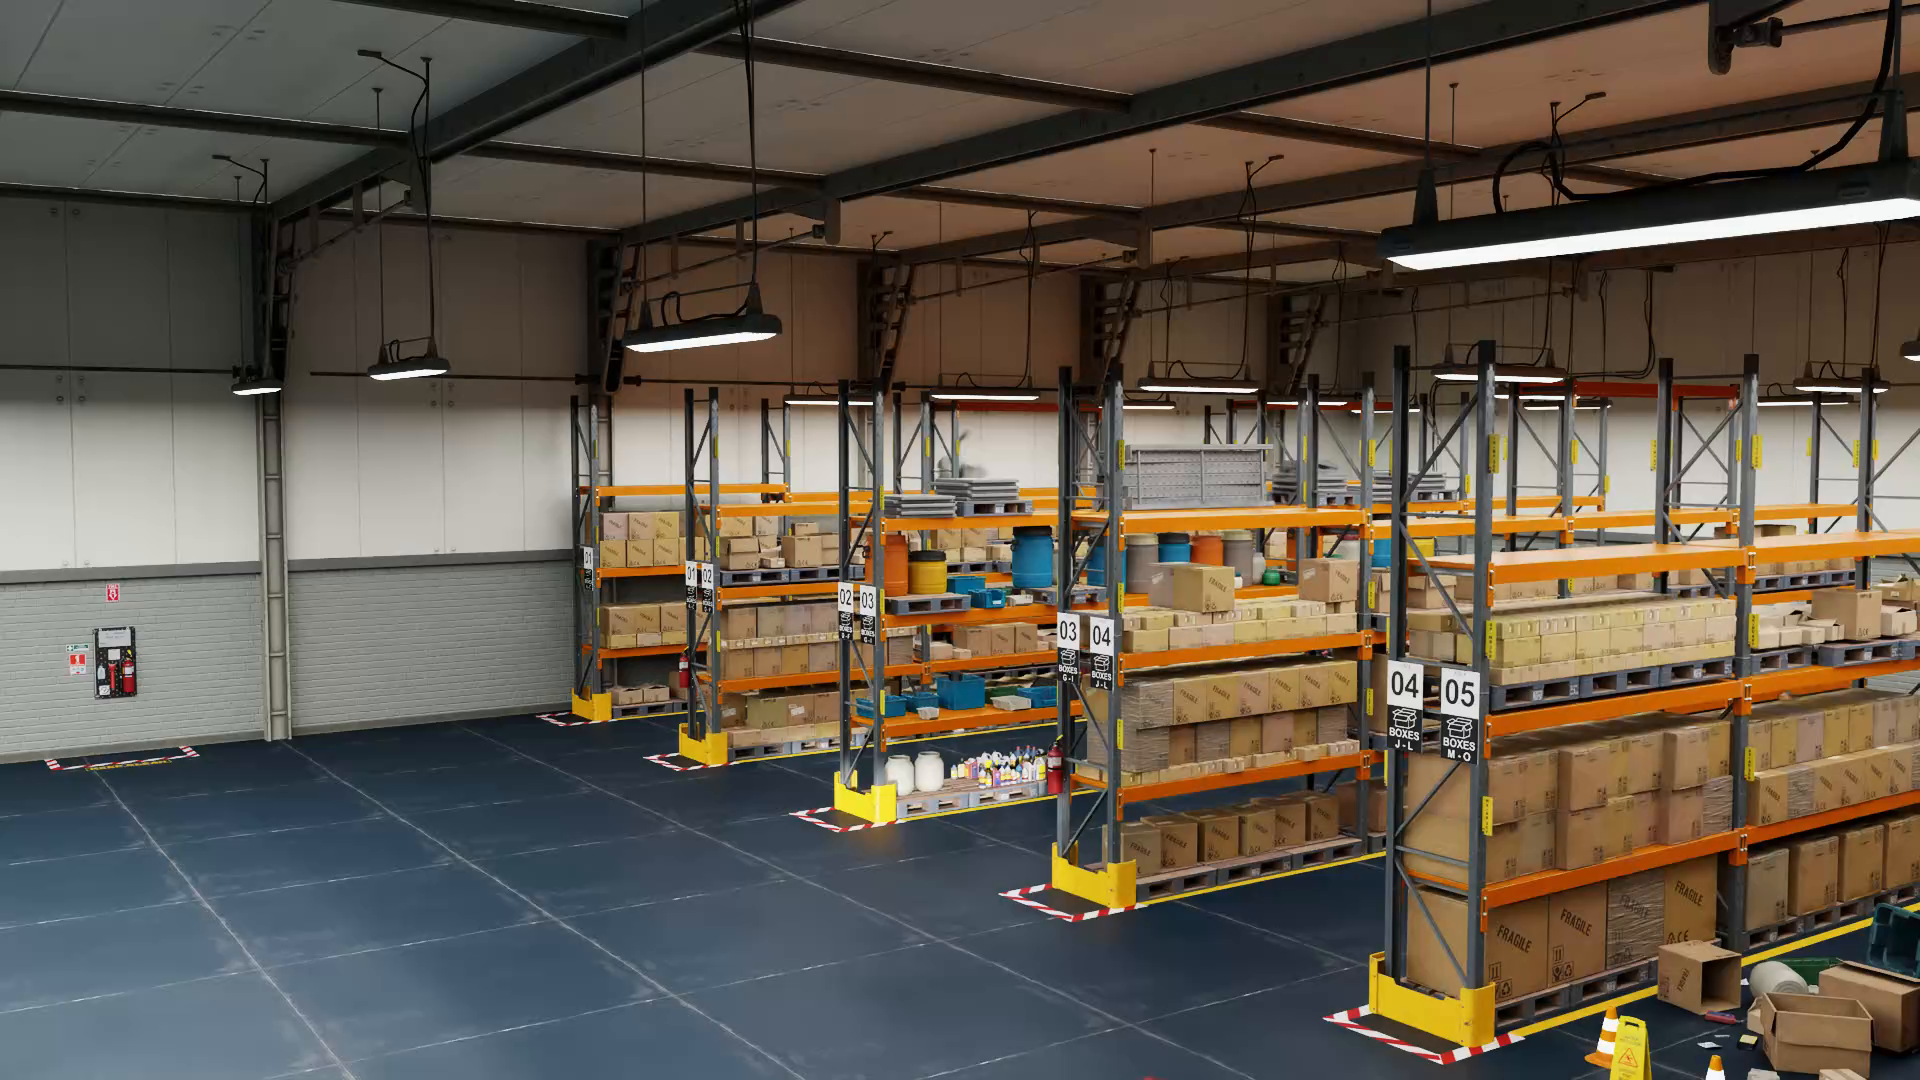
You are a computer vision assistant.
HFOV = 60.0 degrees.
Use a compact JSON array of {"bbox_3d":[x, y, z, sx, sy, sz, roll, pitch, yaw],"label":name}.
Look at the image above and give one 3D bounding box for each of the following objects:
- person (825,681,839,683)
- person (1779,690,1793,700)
[{"bbox_3d":[-2.232,2.465,30.144,0.796,1.771,0.672,-2,4,-32],"label":"person"},{"bbox_3d":[11.670,2.933,23.637,0.583,1.609,0.592,-3,4,-40],"label":"person"}]
